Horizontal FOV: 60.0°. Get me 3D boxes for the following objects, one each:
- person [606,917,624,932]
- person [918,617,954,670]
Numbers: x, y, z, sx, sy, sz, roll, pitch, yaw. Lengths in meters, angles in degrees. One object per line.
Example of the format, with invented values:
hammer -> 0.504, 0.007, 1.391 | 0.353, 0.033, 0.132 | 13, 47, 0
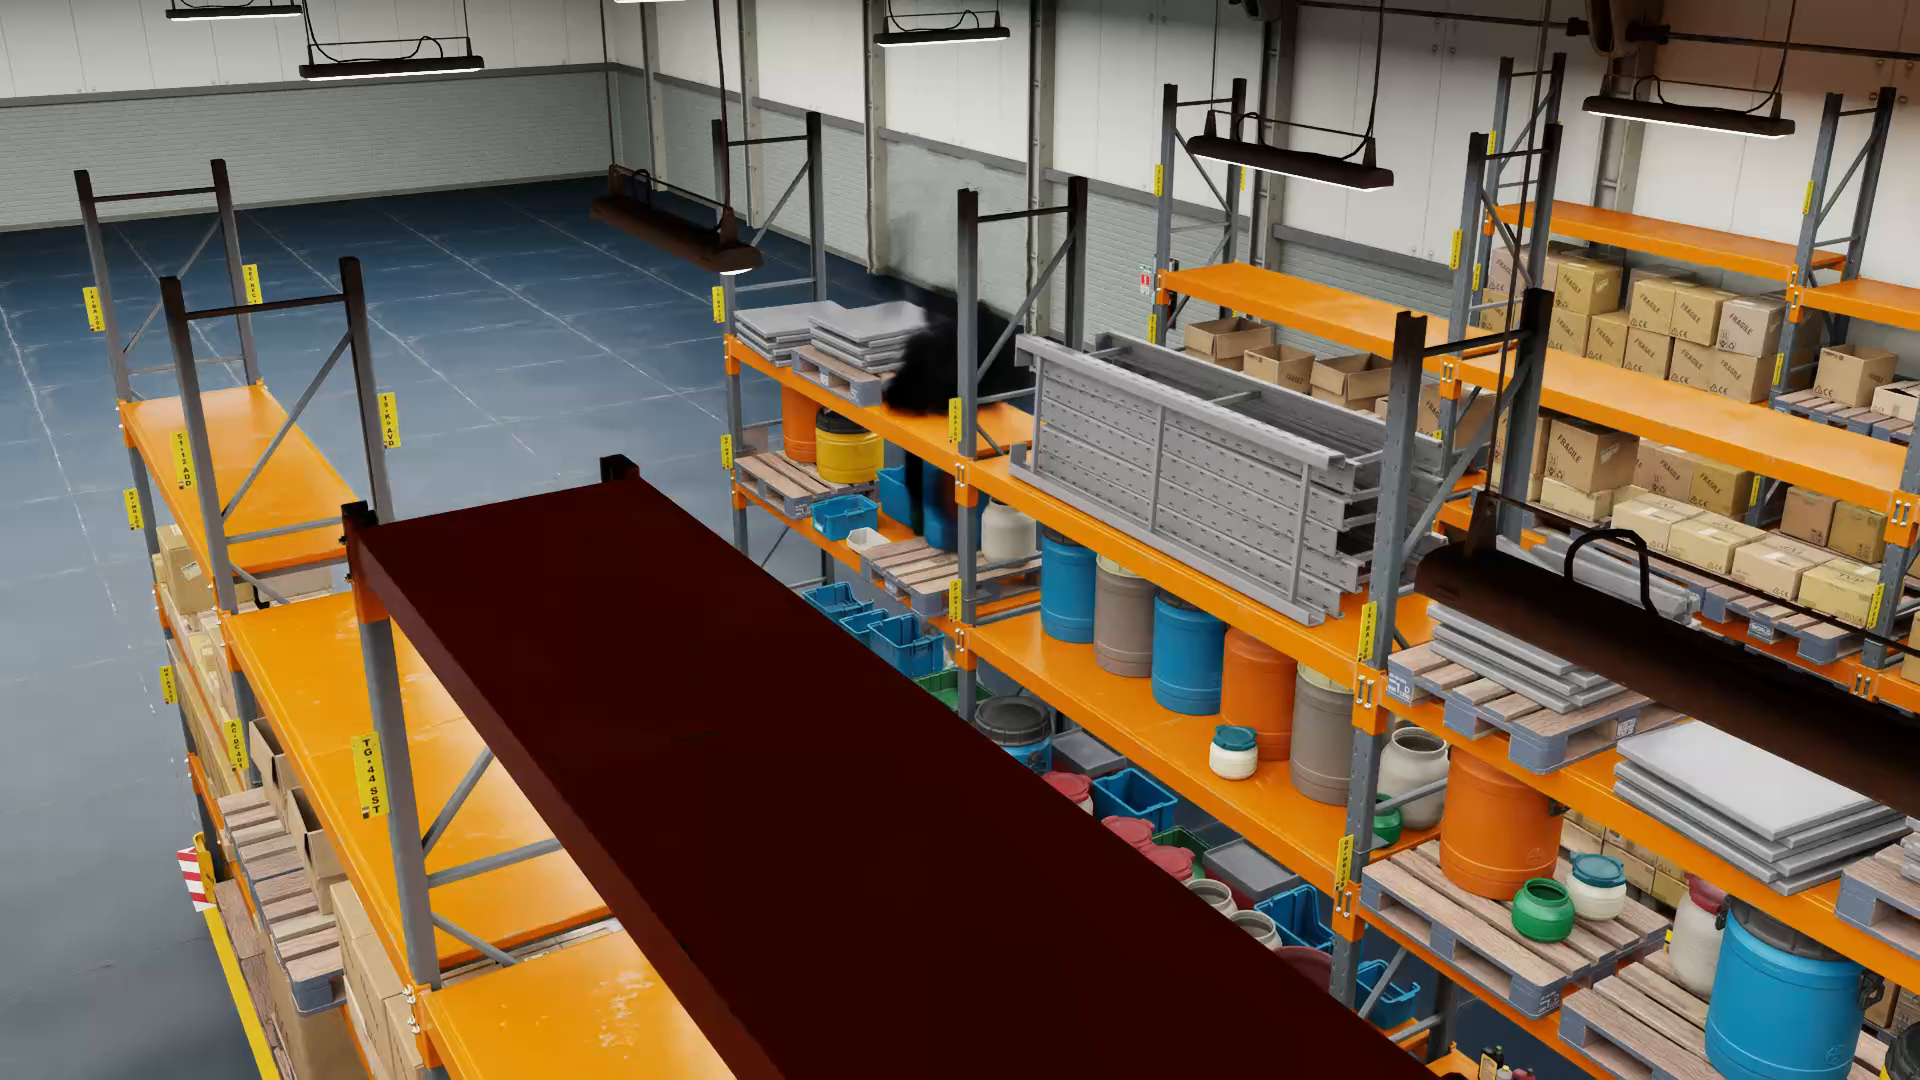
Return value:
person -> -2.401, 2.716, 11.433 | 0.657, 1.817, 0.883 | -15, 27, -33
person -> -0.286, 0.717, 16.804 | 0.581, 1.578, 0.530 | -20, 29, -40
